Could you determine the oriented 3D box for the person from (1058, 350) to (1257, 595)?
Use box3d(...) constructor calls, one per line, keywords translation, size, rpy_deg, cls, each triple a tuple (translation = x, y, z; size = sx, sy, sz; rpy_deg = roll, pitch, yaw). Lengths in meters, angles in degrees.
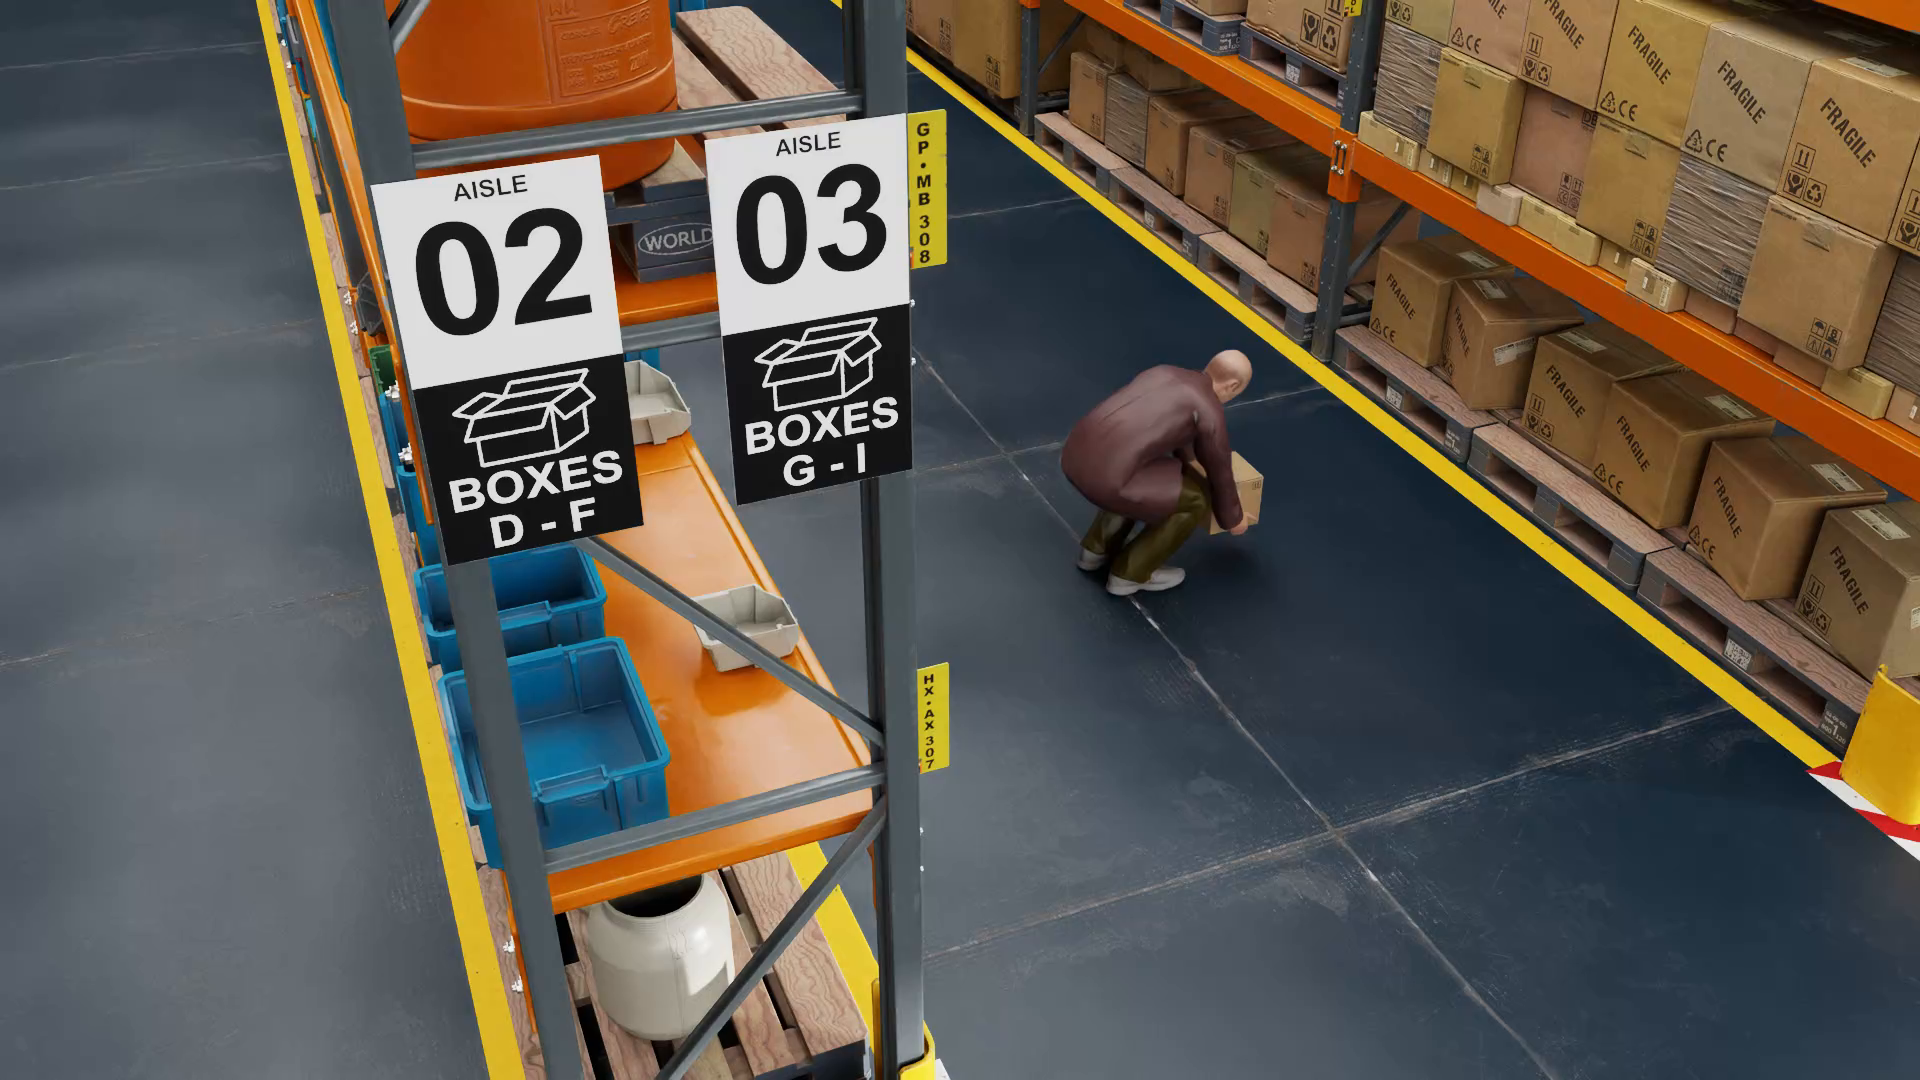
box3d(translation=(0.866, -0.295, 7.312), size=(0.910, 1.011, 0.585), rpy_deg=(-13, 35, -20), cls="person")
